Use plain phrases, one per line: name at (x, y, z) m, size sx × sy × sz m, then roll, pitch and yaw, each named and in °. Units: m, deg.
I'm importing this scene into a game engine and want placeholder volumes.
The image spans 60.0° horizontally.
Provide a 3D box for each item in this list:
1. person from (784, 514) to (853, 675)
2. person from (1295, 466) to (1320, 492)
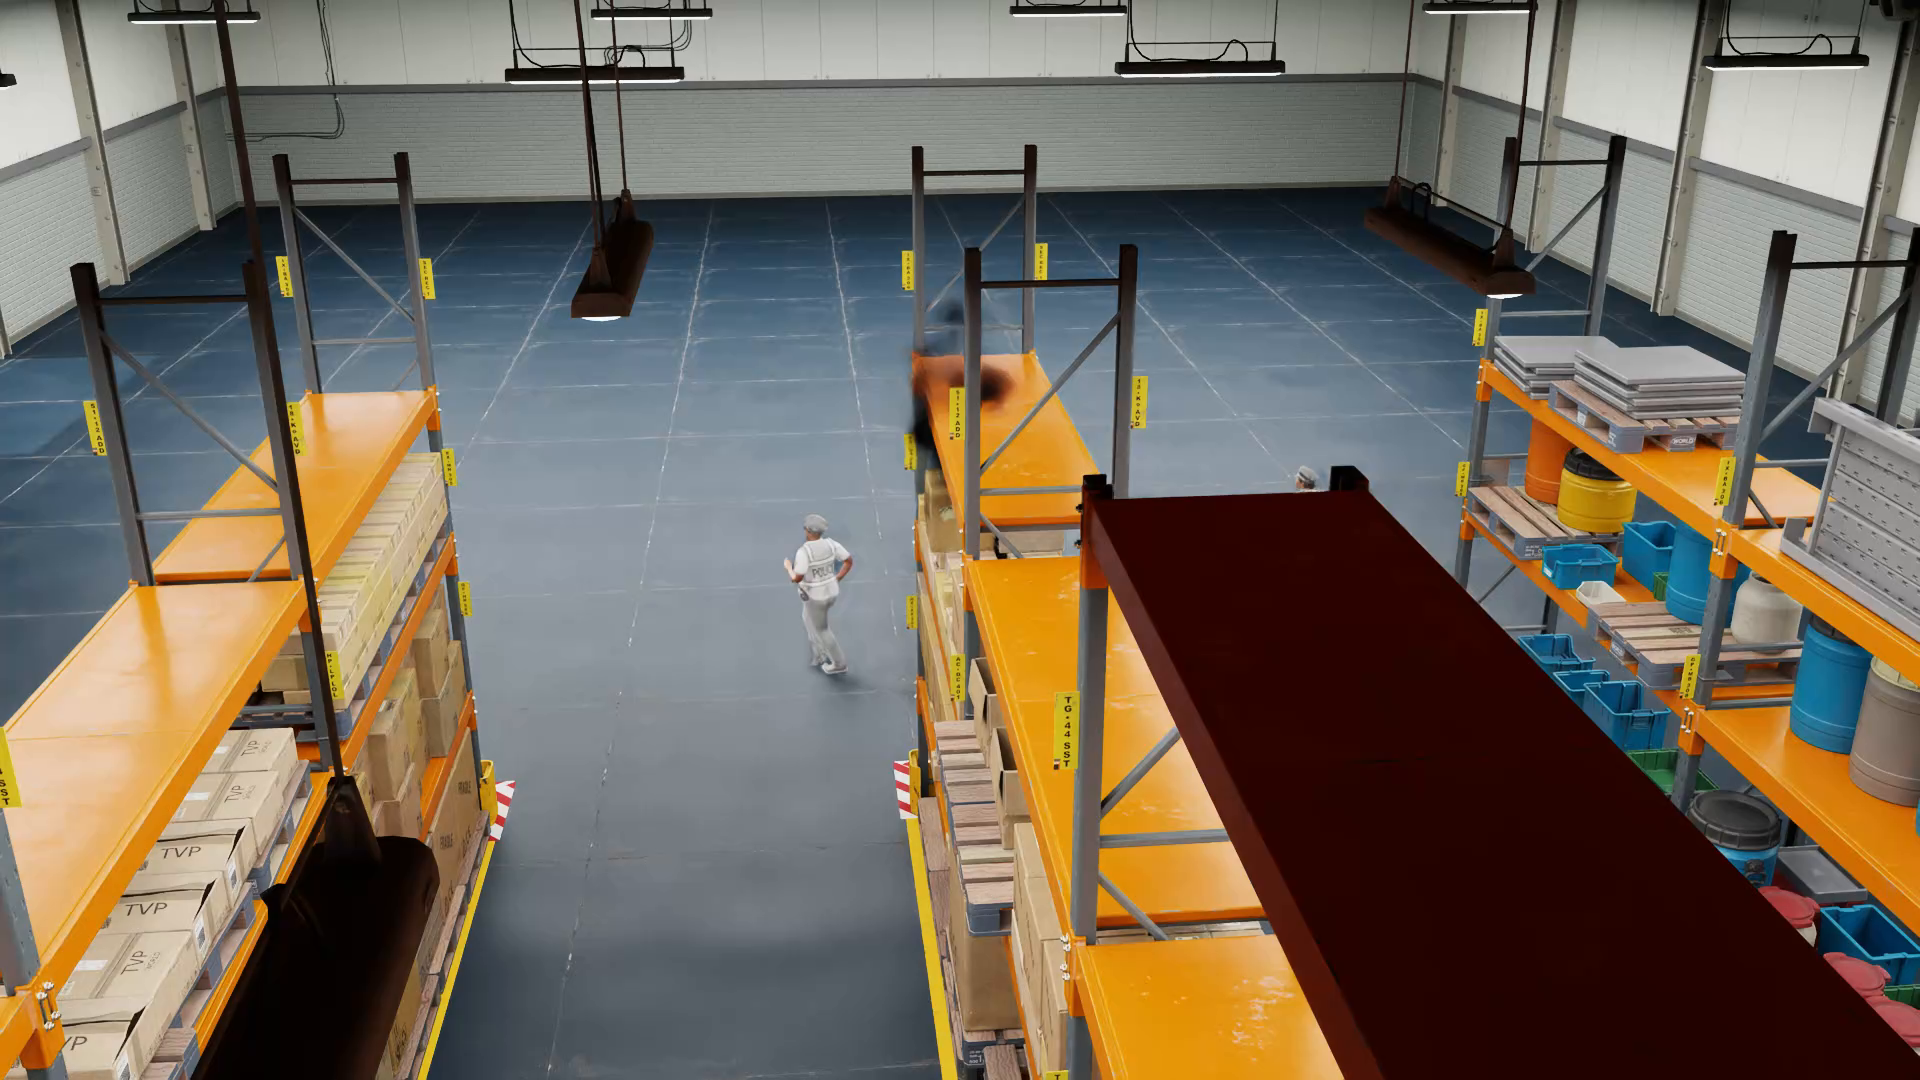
person at (-1.528, 0.625, 17.728) m, size 0.777 × 1.860 × 0.624 m, roll 15°, pitch 26°, yaw 33°
person at (4.012, 0.000, 19.373) m, size 0.760 × 1.754 × 0.584 m, roll 9°, pitch 23°, yaw 21°
